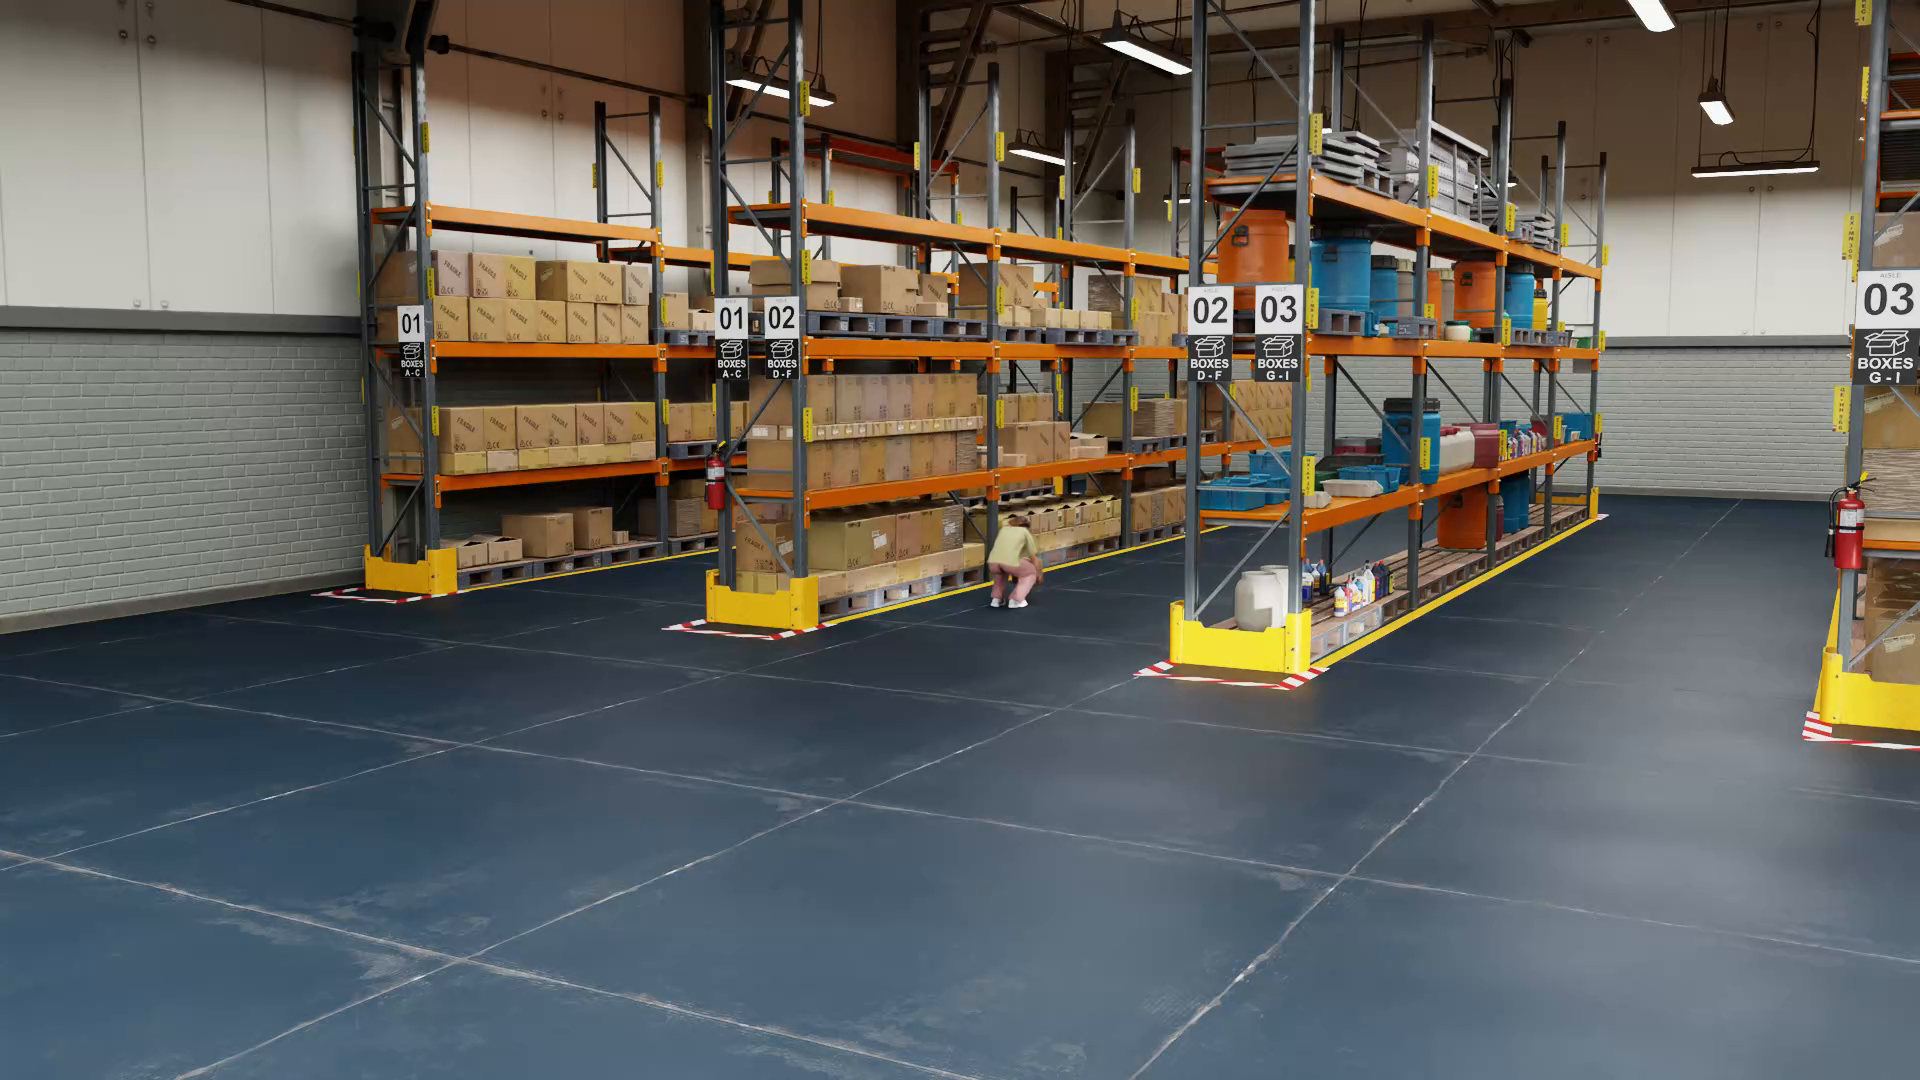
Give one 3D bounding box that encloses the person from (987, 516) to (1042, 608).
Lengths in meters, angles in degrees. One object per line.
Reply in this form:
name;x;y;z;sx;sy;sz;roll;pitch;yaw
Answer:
person;0.573;0.232;17.720;0.458;0.929;0.832;3;7;27
